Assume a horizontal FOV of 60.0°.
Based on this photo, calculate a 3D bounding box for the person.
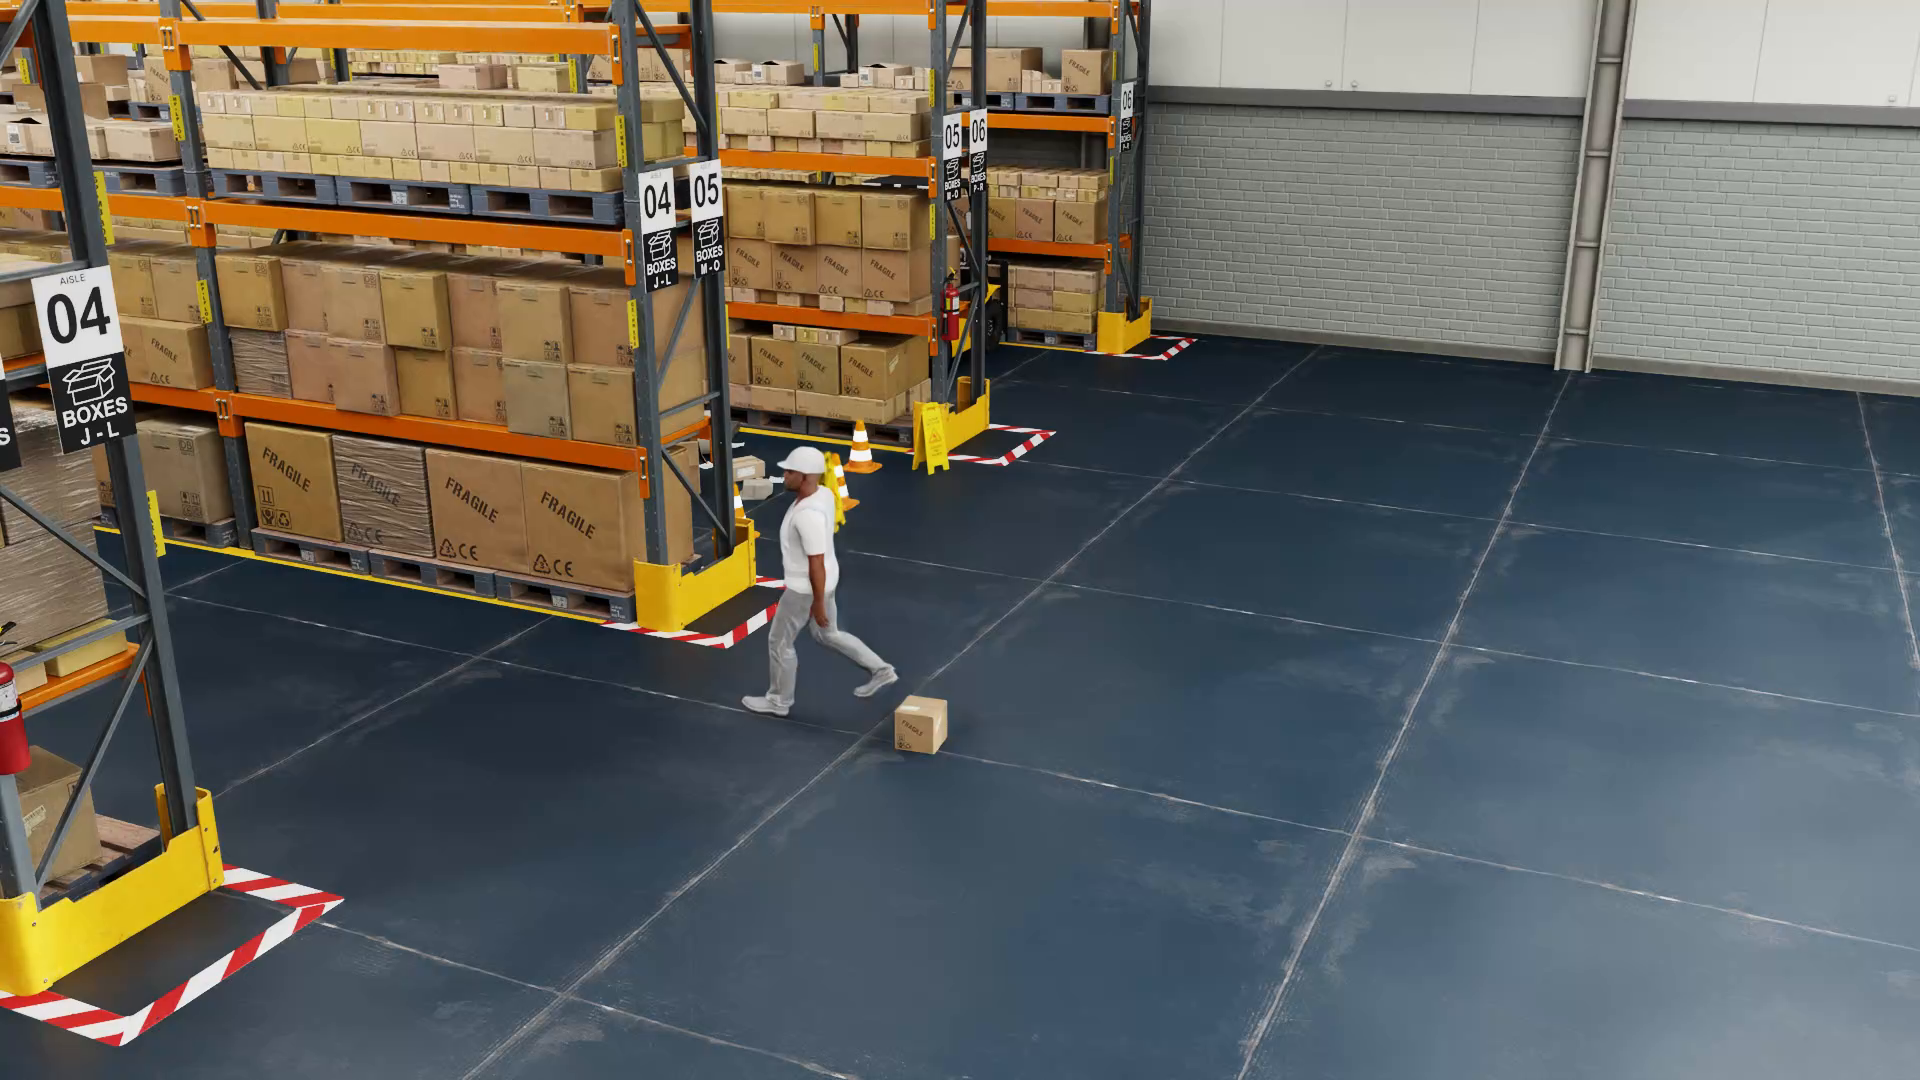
[{"bbox_3d":[-0.885,0.265,10.270,0.980,1.736,0.561,2,19,6],"label":"person"}]
